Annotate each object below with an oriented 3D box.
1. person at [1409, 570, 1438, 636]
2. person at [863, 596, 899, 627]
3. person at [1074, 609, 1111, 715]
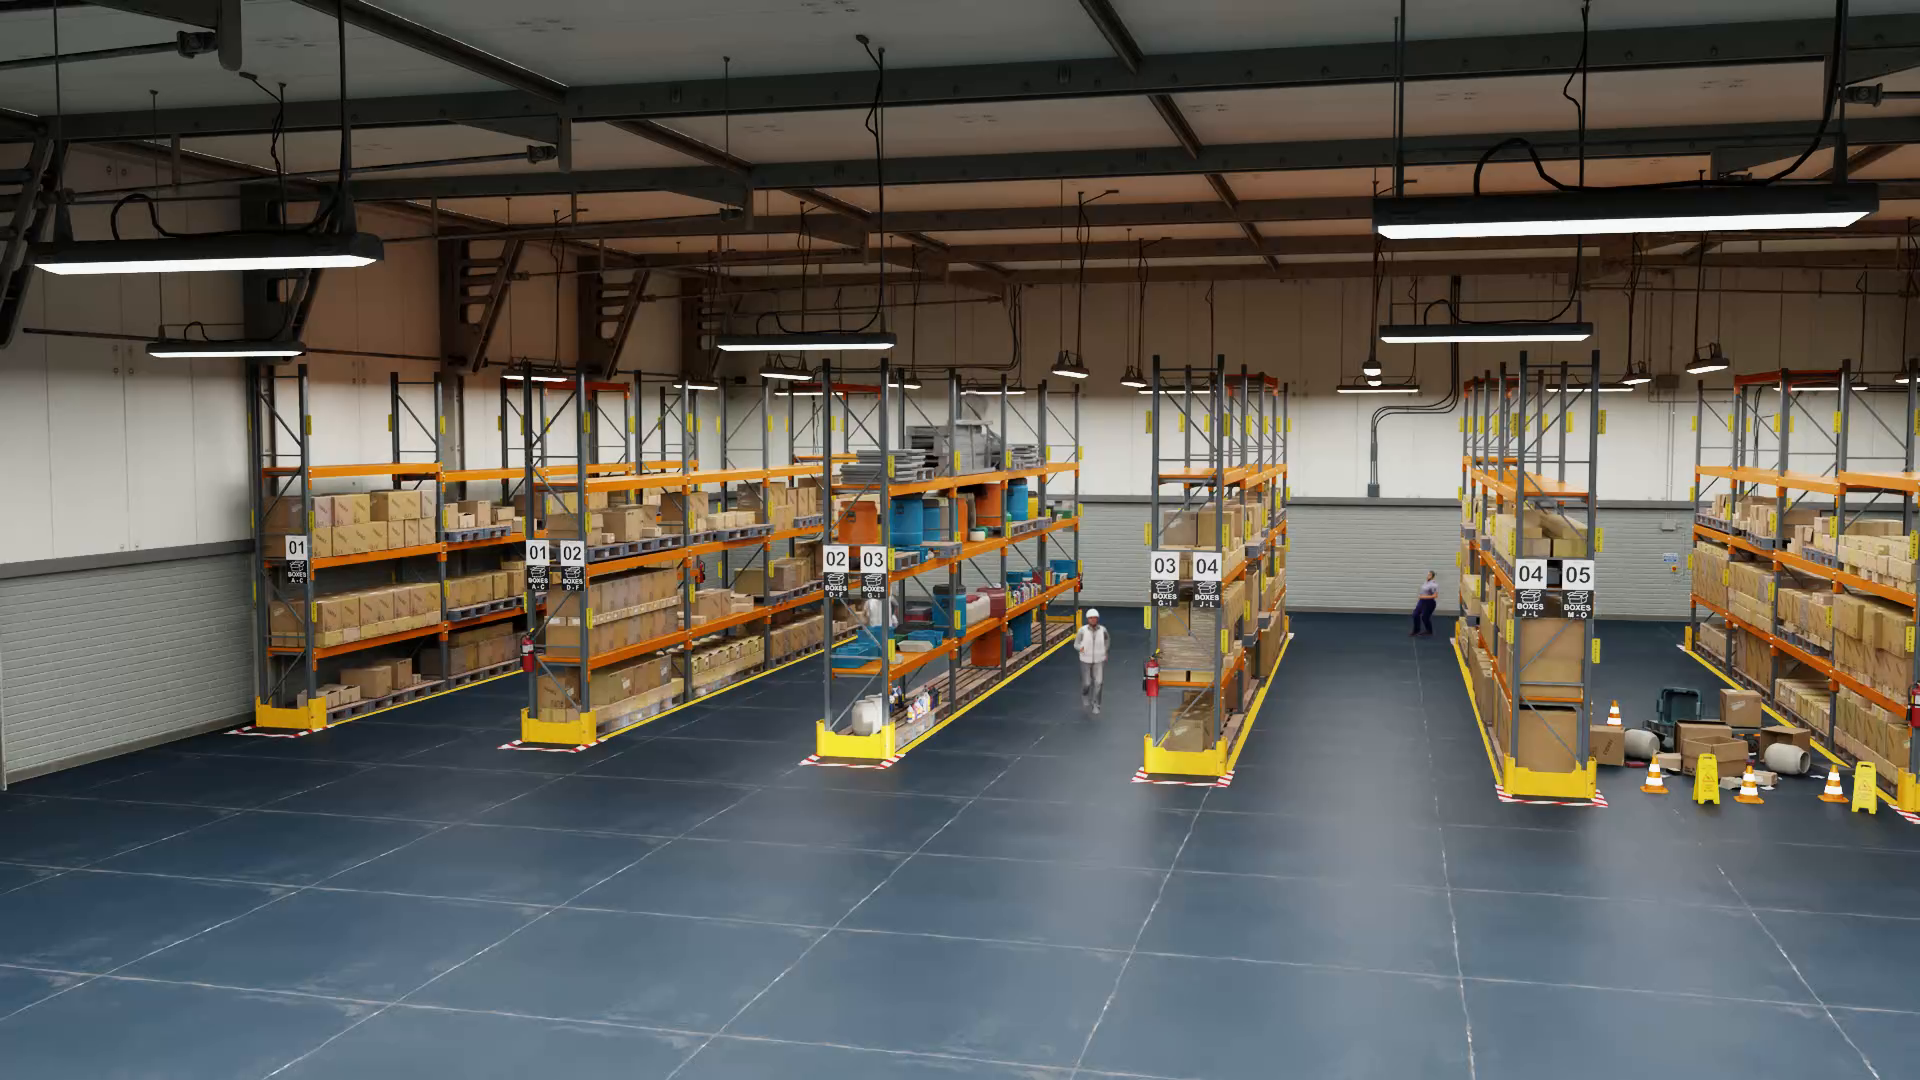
[{"bbox_3d":[11.023,1.526,39.275,0.553,1.630,0.776,-2,4,-21],"label":"person"},{"bbox_3d":[-1.546,1.692,32.190,0.672,1.792,0.924,1,4,13],"label":"person"},{"bbox_3d":[2.252,2.042,28.289,0.646,1.764,0.927,0,4,-2],"label":"person"}]
